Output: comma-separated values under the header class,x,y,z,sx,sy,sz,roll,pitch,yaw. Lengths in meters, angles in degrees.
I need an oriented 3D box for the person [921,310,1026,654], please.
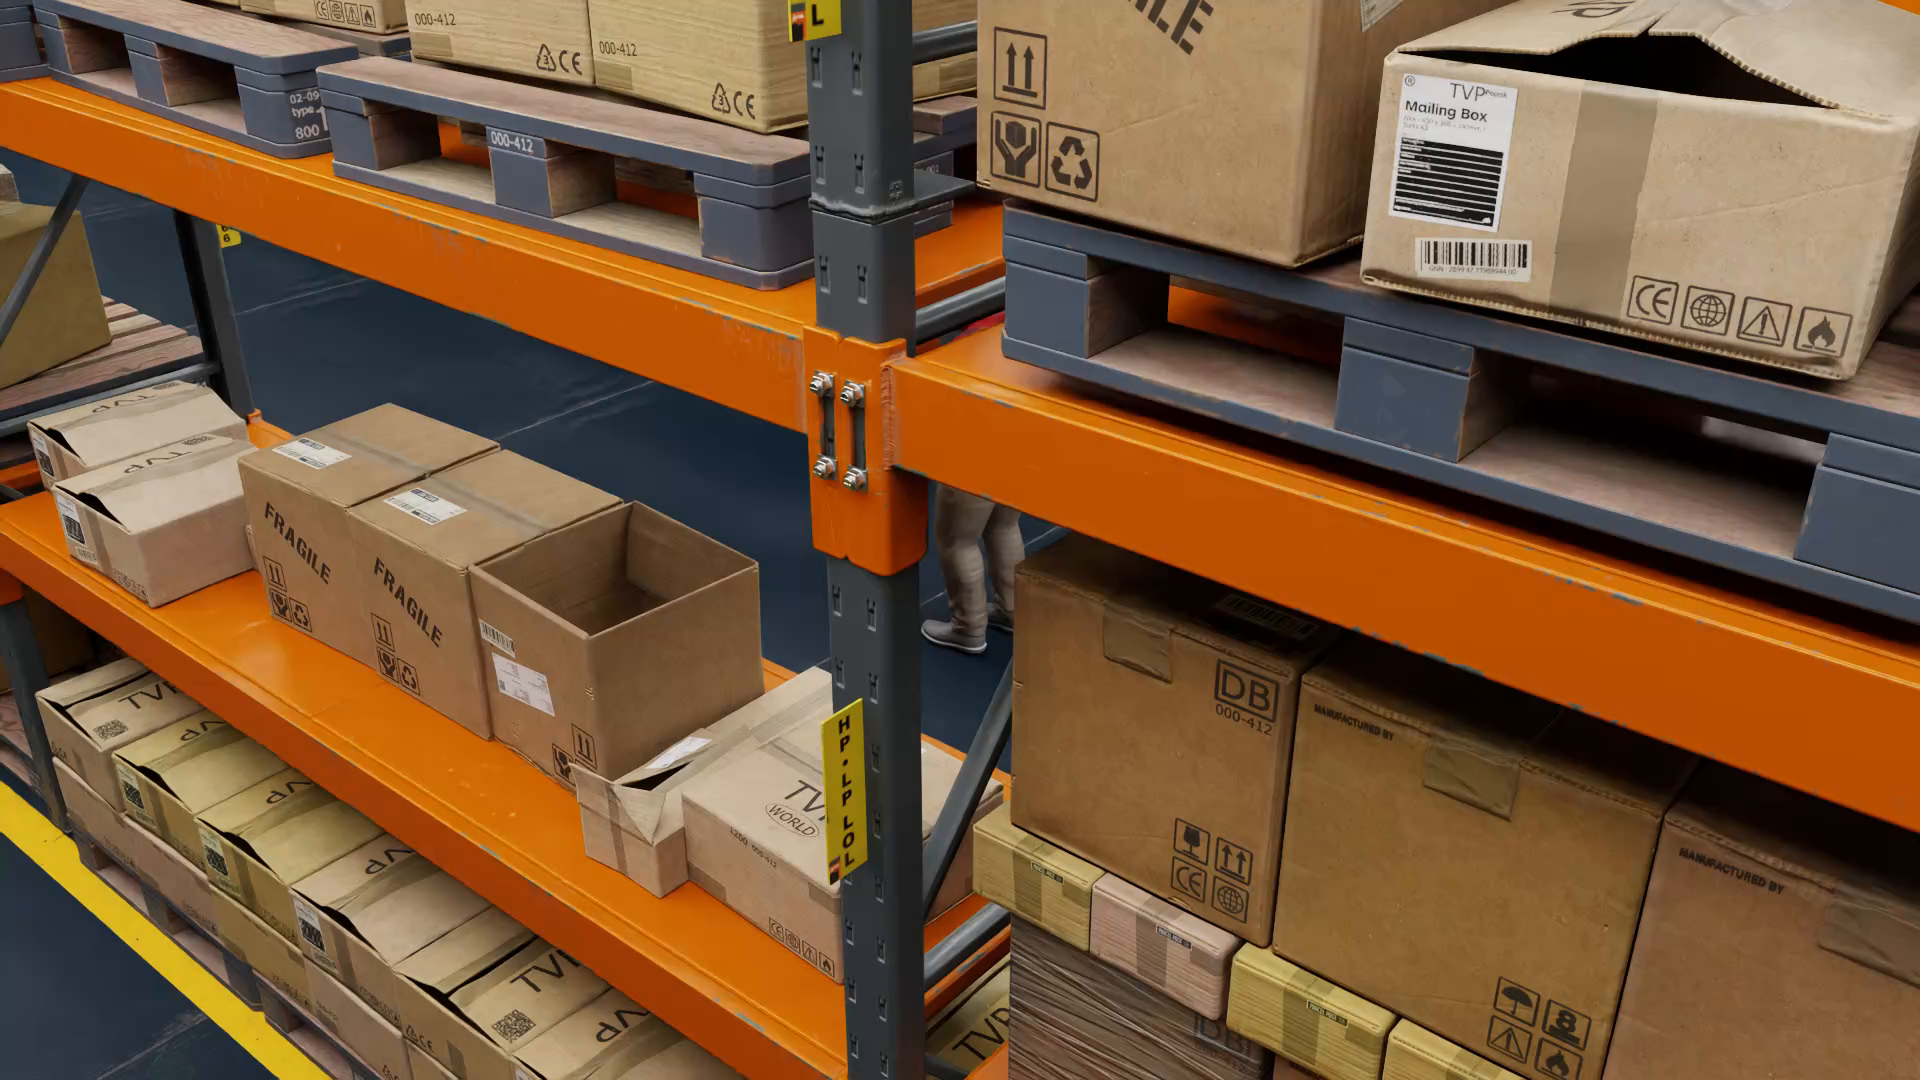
class,x,y,z,sx,sy,sz,roll,pitch,yaw
person,0.024,-0.360,6.849,0.533,1.722,0.491,21,34,35
